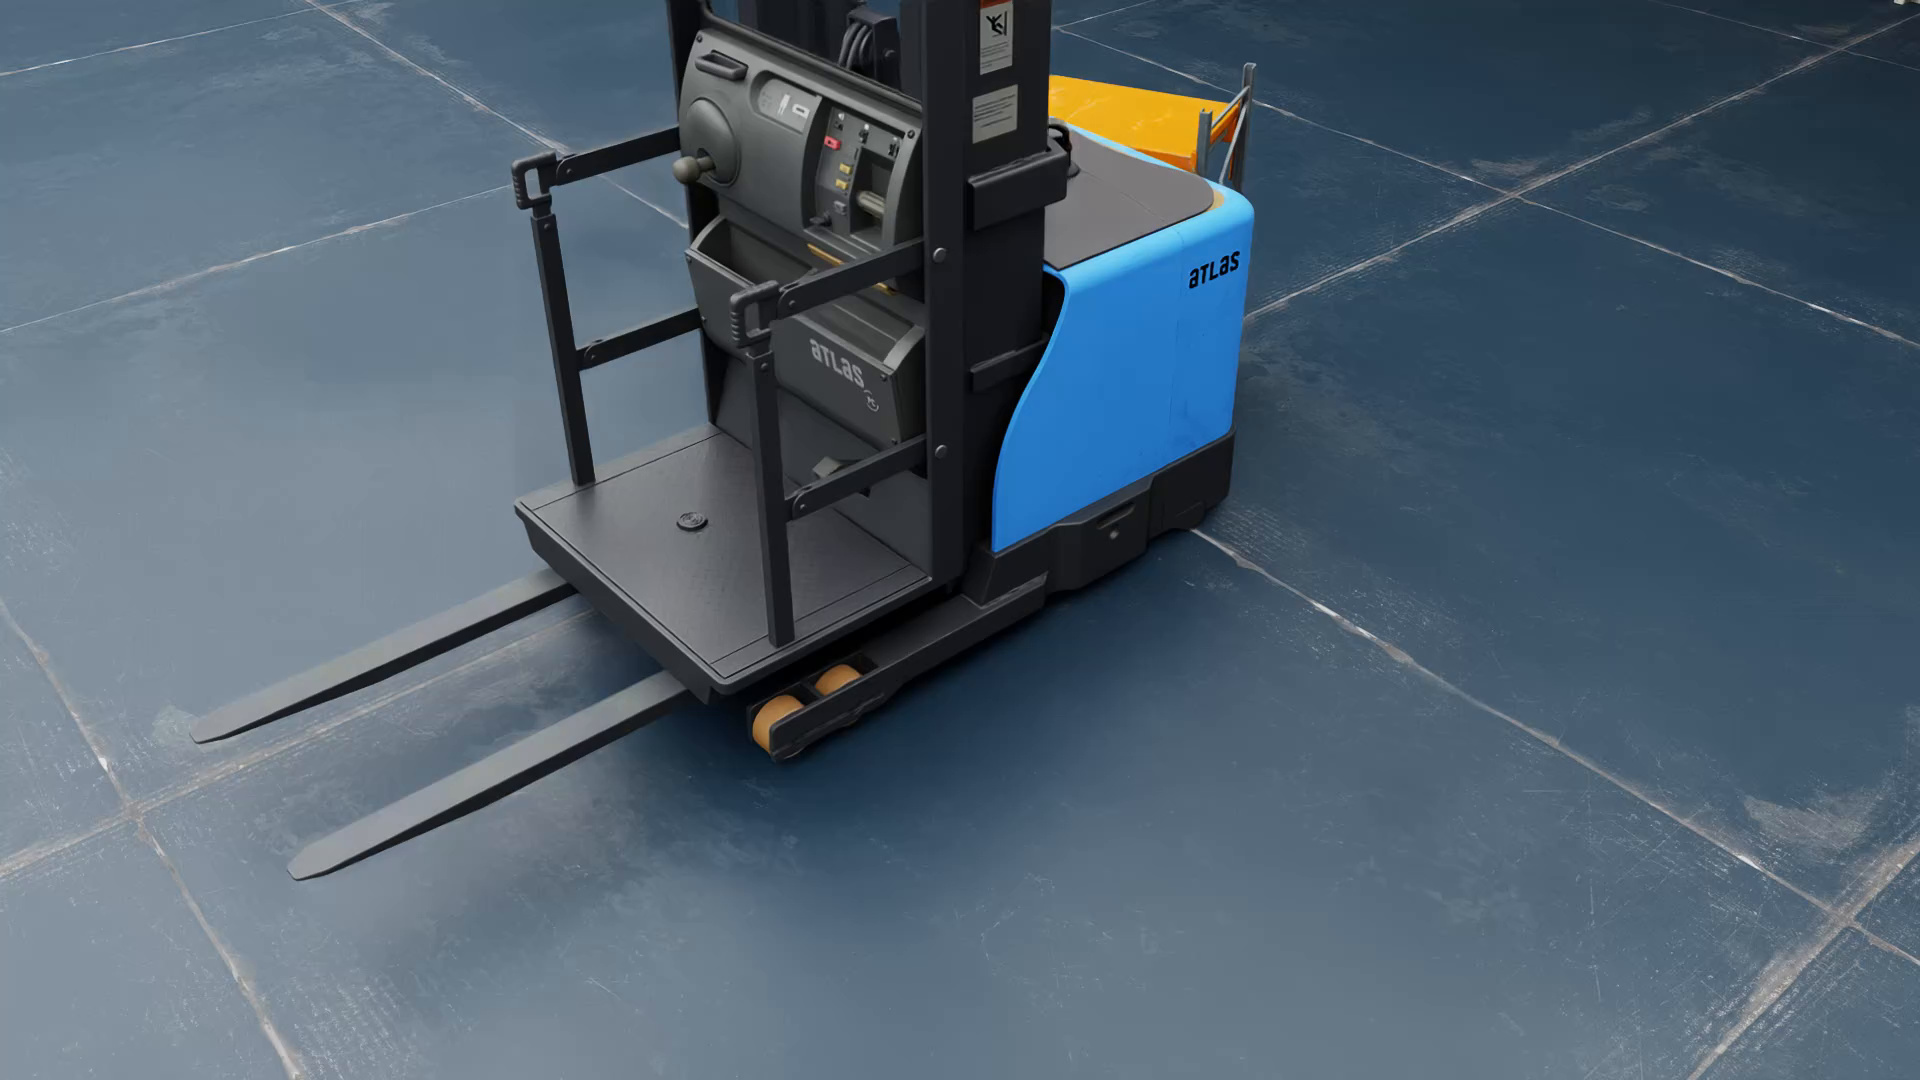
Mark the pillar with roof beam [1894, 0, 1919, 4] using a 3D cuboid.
[{"bbox_3d":[2.381,-5.163,4.754,9.100,9.000,0.400,-26,43,-32],"label":"pillar with roof beam"}]

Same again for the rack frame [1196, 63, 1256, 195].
[{"bbox_3d":[0.868,-1.002,5.692,0.032,1.125,0.500,15,38,21],"label":"rack frame"}]

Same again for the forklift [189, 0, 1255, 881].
[{"bbox_3d":[-0.578,-0.958,4.067,3.031,2.935,1.130,-26,43,-32],"label":"forklift"}]

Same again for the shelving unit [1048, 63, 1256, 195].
[{"bbox_3d":[0.409,-1.129,5.871,1.048,1.125,0.538,15,38,21],"label":"shelving unit"}]

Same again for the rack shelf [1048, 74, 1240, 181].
[{"bbox_3d":[0.409,-1.368,5.702,1.000,0.278,0.538,15,38,21],"label":"rack shelf"}]
